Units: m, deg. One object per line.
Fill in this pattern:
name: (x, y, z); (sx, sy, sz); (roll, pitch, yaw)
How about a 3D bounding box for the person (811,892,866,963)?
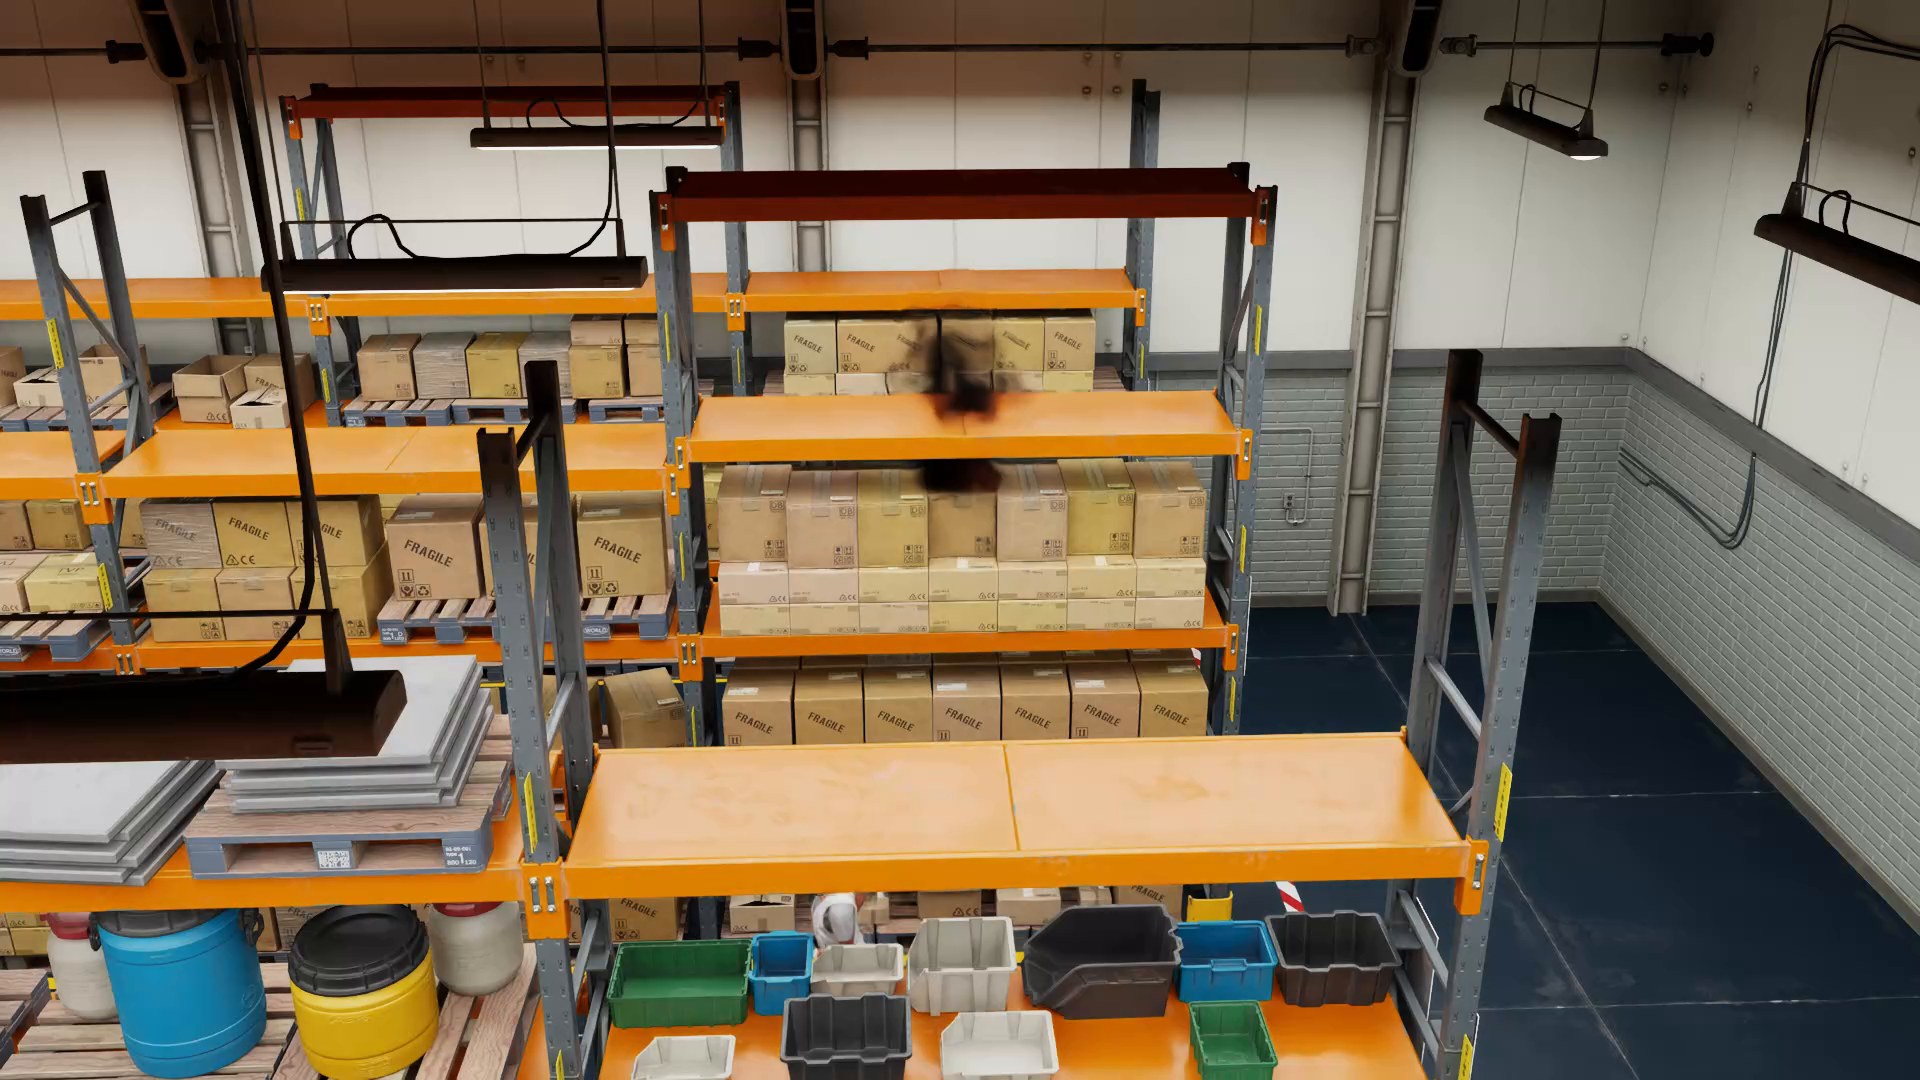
person: (-0.759, 2.831, 11.198); (0.951, 1.794, 0.624); (-5, 23, -12)
